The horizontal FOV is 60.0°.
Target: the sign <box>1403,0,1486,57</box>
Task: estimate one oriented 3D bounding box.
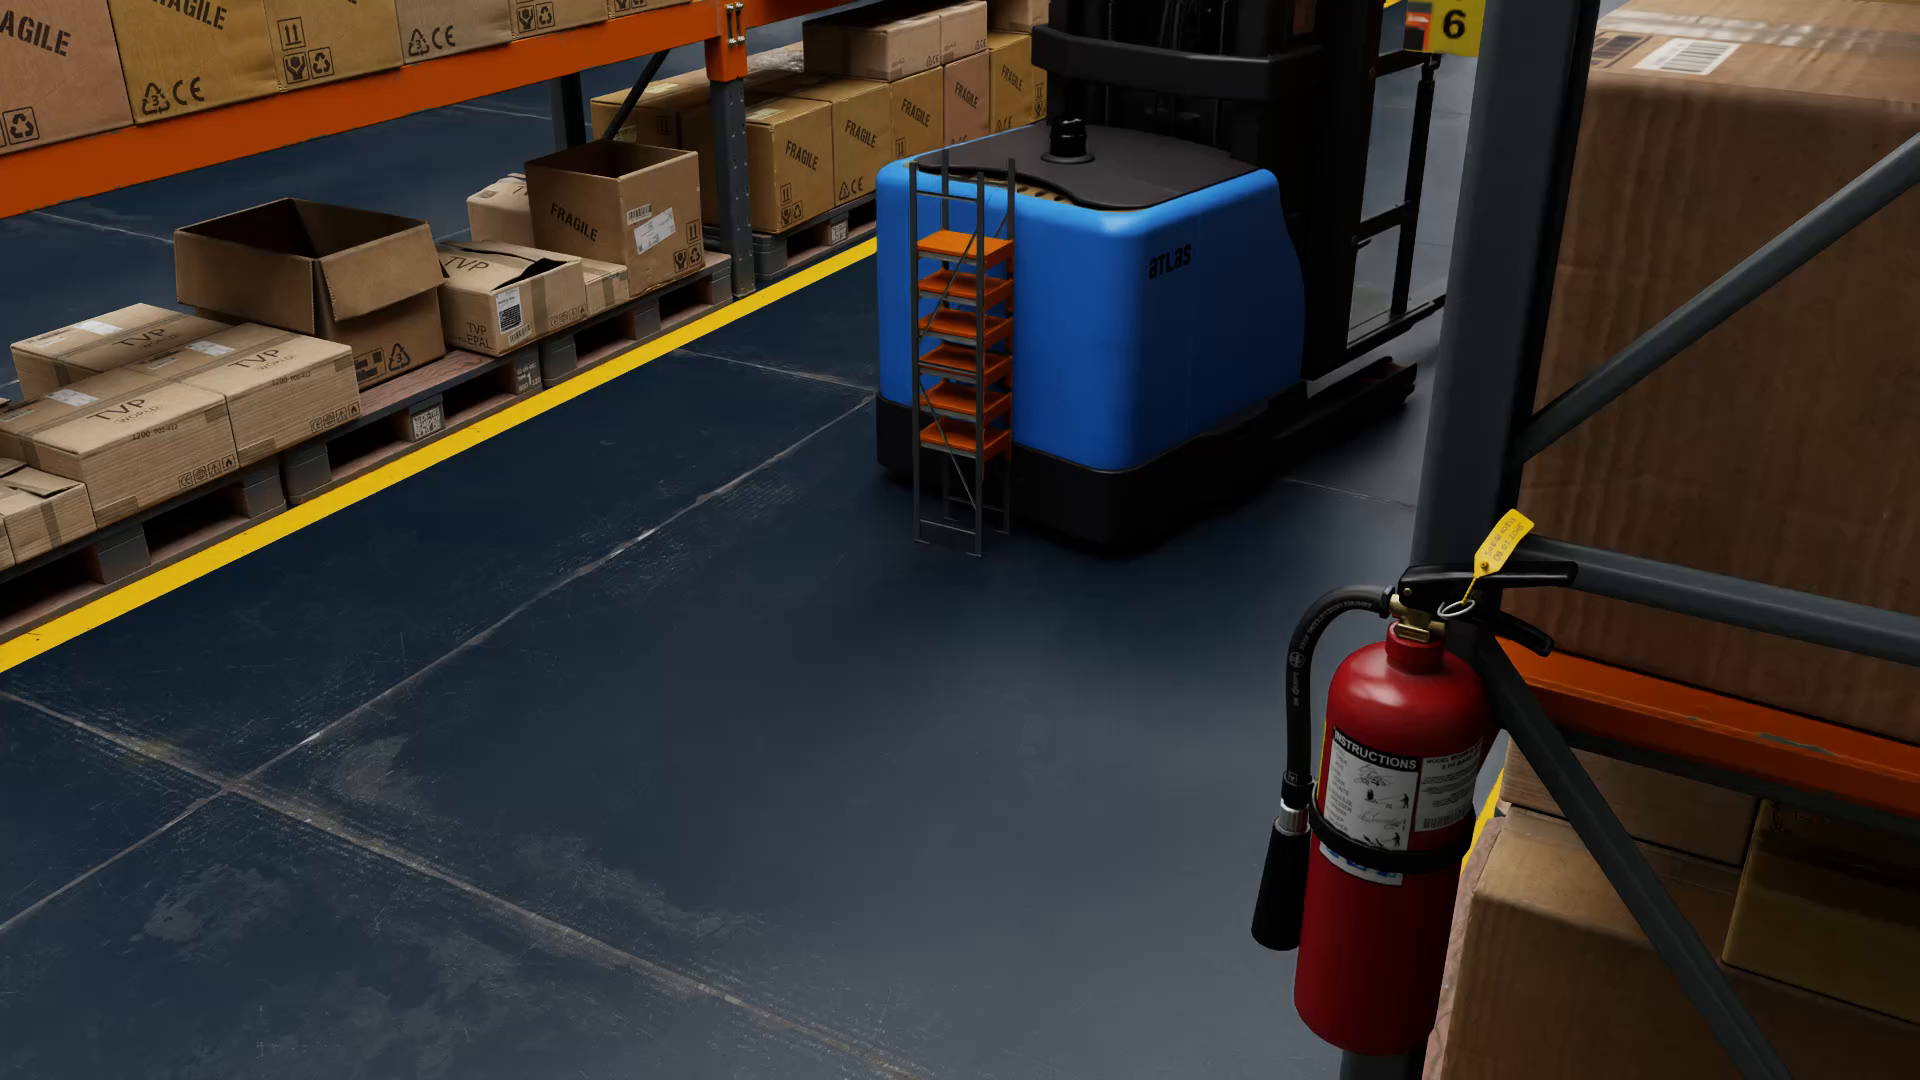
[{"bbox_3d":[0.500,-0.639,1.618,0.100,0.325,0.005,14,30,26],"label":"sign"}]

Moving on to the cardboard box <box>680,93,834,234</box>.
[{"bbox_3d":[-0.931,-1.753,7.702,0.500,0.500,0.500,13,29,24],"label":"cardboard box"}]

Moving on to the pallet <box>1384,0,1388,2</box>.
[{"bbox_3d":[3.581,-5.188,15.378,1.003,0.211,1.213,14,30,26],"label":"pallet"}]

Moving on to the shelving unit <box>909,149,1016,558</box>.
[{"bbox_3d":[0.007,-0.542,4.993,0.258,1.200,0.189,14,30,26],"label":"shelving unit"}]

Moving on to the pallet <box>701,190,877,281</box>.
[{"bbox_3d":[-1.014,-1.617,8.245,1.003,0.211,1.213,14,30,26],"label":"pallet"}]

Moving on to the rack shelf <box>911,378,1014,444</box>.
[{"bbox_3d":[0.007,-0.395,5.066,0.258,0.103,0.180,14,30,26],"label":"rack shelf"}]

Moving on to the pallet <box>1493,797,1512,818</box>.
[{"bbox_3d":[1.892,0.554,3.908,1.003,0.211,1.213,14,30,26],"label":"pallet"}]

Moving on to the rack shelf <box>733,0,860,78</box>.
[{"bbox_3d":[-0.398,-2.997,8.689,1.077,0.370,4.000,14,30,26],"label":"rack shelf"}]

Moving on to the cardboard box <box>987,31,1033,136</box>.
[{"bbox_3d":[0.076,-2.559,9.312,0.500,0.500,0.500,13,29,24],"label":"cardboard box"}]

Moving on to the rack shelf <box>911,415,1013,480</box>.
[{"bbox_3d":[0.007,-0.288,5.120,0.258,0.103,0.180,14,30,26],"label":"rack shelf"}]

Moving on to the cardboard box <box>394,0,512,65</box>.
[{"bbox_3d":[-1.907,-1.930,5.644,0.500,0.500,0.500,15,30,27],"label":"cardboard box"}]

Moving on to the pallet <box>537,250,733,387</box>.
[{"bbox_3d":[-1.720,-1.025,7.061,1.003,0.211,1.213,14,30,26],"label":"pallet"}]

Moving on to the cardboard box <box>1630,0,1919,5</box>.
[{"bbox_3d":[1.556,-0.512,2.586,0.980,0.700,0.700,14,30,26],"label":"cardboard box"}]

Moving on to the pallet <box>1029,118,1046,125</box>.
[{"bbox_3d":[0.186,-2.568,10.145,1.003,0.211,1.213,14,30,26],"label":"pallet"}]

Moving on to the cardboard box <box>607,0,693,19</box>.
[{"bbox_3d":[-1.404,-2.332,6.447,0.500,0.500,0.500,15,30,27],"label":"cardboard box"}]

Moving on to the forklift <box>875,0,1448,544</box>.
[{"bbox_3d":[1.065,-1.878,5.728,1.130,2.935,3.031,21,34,36],"label":"forklift"}]

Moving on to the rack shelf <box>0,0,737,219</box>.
[{"bbox_3d":[-2.365,-1.438,5.575,1.077,0.370,4.000,14,30,26],"label":"rack shelf"}]

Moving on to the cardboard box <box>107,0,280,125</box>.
[{"bbox_3d":[-2.403,-1.537,4.858,0.500,0.500,0.500,14,30,26],"label":"cardboard box"}]

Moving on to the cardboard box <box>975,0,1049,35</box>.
[{"bbox_3d":[0.307,-3.073,9.501,0.500,0.250,0.500,15,30,28],"label":"cardboard box"}]

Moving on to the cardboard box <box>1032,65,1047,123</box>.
[{"bbox_3d":[0.331,-2.761,9.715,0.500,0.500,0.500,15,30,28],"label":"cardboard box"}]

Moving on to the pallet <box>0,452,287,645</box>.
[{"bbox_3d":[-2.920,-0.074,5.161,1.003,0.211,1.213,14,30,26],"label":"pallet"}]

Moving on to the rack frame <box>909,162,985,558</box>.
[{"bbox_3d":[-0.038,-0.507,4.921,0.240,1.200,0.006,14,30,26],"label":"rack frame"}]

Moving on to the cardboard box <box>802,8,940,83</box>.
[{"bbox_3d":[-0.439,-2.478,8.312,0.500,0.250,0.500,14,30,26],"label":"cardboard box"}]

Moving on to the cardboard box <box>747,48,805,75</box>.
[{"bbox_3d":[-0.891,-2.260,8.714,0.500,0.500,0.500,15,30,27],"label":"cardboard box"}]

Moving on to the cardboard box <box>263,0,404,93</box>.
[{"bbox_3d":[-2.155,-1.731,5.246,0.500,0.500,0.500,15,30,27],"label":"cardboard box"}]

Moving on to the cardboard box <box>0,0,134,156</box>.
[{"bbox_3d":[-2.652,-1.342,4.468,0.500,0.500,0.500,14,30,26],"label":"cardboard box"}]

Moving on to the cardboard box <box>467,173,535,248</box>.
[{"bbox_3d":[-1.776,-1.417,7.243,0.500,0.311,0.500,14,30,26],"label":"cardboard box"}]

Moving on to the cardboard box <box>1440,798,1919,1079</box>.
[{"bbox_3d":[1.223,0.744,2.735,0.700,0.500,0.500,14,30,26],"label":"cardboard box"}]

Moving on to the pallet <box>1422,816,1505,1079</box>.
[{"bbox_3d":[1.291,1.027,2.962,1.003,0.211,1.213,14,30,26],"label":"pallet"}]

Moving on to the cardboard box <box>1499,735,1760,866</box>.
[{"bbox_3d":[1.127,0.364,2.770,0.380,0.149,0.250,14,30,26],"label":"cardboard box"}]

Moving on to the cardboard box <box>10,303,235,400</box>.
[{"bbox_3d":[-2.803,-0.577,5.632,0.500,0.250,0.500,14,30,26],"label":"cardboard box"}]

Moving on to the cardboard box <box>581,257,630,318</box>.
[{"bbox_3d":[-1.547,-1.017,6.624,0.380,0.149,0.250,14,30,26],"label":"cardboard box"}]

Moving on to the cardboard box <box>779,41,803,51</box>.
[{"bbox_3d":[-0.642,-2.458,9.111,0.500,0.500,0.500,13,29,24],"label":"cardboard box"}]

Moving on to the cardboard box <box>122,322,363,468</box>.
[{"bbox_3d":[-2.343,-0.486,5.451,0.500,0.250,0.500,14,30,26],"label":"cardboard box"}]

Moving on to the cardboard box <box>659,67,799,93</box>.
[{"bbox_3d":[-1.138,-2.064,8.324,0.500,0.500,0.500,14,30,26],"label":"cardboard box"}]

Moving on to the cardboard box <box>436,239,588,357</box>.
[{"bbox_3d":[-1.784,-0.957,6.322,0.500,0.311,0.500,14,30,26],"label":"cardboard box"}]

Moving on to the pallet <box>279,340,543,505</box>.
[{"bbox_3d":[-2.319,-0.547,6.108,1.003,0.211,1.213,14,30,26],"label":"pallet"}]

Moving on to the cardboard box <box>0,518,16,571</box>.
[{"bbox_3d":[-2.844,0.010,4.571,0.380,0.149,0.250,14,30,26],"label":"cardboard box"}]

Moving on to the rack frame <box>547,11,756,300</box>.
[{"bbox_3d":[-1.381,-2.539,6.971,1.000,3.000,0.127,14,30,26],"label":"rack frame"}]

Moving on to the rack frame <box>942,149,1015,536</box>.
[{"bbox_3d":[0.052,-0.578,5.064,0.240,1.200,0.006,14,30,26],"label":"rack frame"}]

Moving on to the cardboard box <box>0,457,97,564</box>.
[{"bbox_3d":[-2.721,-0.095,4.762,0.380,0.166,0.250,14,30,26],"label":"cardboard box"}]

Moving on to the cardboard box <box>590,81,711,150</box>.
[{"bbox_3d":[-1.388,-1.873,7.942,0.500,0.500,0.500,14,30,26],"label":"cardboard box"}]

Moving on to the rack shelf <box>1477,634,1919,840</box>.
[{"bbox_3d":[1.949,-0.348,3.399,1.077,0.370,4.000,14,30,26],"label":"rack shelf"}]

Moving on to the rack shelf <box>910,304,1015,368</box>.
[{"bbox_3d":[0.007,-0.610,4.959,0.258,0.103,0.180,14,30,26],"label":"rack shelf"}]

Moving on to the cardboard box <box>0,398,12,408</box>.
[{"bbox_3d":[-3.019,-0.314,5.200,0.380,0.166,0.250,14,30,26],"label":"cardboard box"}]

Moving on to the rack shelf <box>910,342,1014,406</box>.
[{"bbox_3d":[0.007,-0.502,5.013,0.258,0.103,0.180,14,30,26],"label":"rack shelf"}]

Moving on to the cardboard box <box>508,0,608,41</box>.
[{"bbox_3d":[-1.656,-2.131,6.045,0.500,0.500,0.500,15,30,28],"label":"cardboard box"}]

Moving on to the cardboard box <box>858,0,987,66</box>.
[{"bbox_3d":[-0.193,-2.673,8.703,0.500,0.250,0.500,14,30,25],"label":"cardboard box"}]

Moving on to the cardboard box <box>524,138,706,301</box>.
[{"bbox_3d":[-1.415,-1.333,6.864,0.500,0.500,0.500,14,30,26],"label":"cardboard box"}]

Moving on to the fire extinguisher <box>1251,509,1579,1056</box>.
[{"bbox_3d":[0.489,0.268,1.867,0.296,0.674,0.183,14,30,26],"label":"fire extinguisher"}]

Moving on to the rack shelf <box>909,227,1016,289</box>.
[{"bbox_3d":[0.007,-0.824,4.851,0.258,0.103,0.180,14,30,26],"label":"rack shelf"}]

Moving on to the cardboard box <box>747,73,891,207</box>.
[{"bbox_3d":[-0.679,-1.963,8.122,0.500,0.500,0.500,15,30,27],"label":"cardboard box"}]

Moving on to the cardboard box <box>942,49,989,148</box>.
[{"bbox_3d":[-0.177,-2.353,8.901,0.500,0.500,0.500,13,29,24],"label":"cardboard box"}]

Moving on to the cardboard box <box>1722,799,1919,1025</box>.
[{"bbox_3d":[1.335,0.547,2.405,0.380,0.149,0.250,14,30,26],"label":"cardboard box"}]

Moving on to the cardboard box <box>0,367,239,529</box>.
[{"bbox_3d":[-2.589,-0.292,5.062,0.500,0.250,0.500,14,30,26],"label":"cardboard box"}]

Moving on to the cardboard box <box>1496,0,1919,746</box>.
[{"bbox_3d":[1.208,-0.226,2.015,0.980,0.700,0.700,16,31,28],"label":"cardboard box"}]

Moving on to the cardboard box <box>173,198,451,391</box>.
[{"bbox_3d":[-2.301,-0.886,5.966,0.797,0.503,0.637,14,30,26],"label":"cardboard box"}]

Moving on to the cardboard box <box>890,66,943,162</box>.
[{"bbox_3d":[-0.426,-2.156,8.507,0.500,0.500,0.500,15,30,27],"label":"cardboard box"}]

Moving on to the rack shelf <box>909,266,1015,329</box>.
[{"bbox_3d":[0.007,-0.717,4.905,0.258,0.103,0.180,14,30,26],"label":"rack shelf"}]
